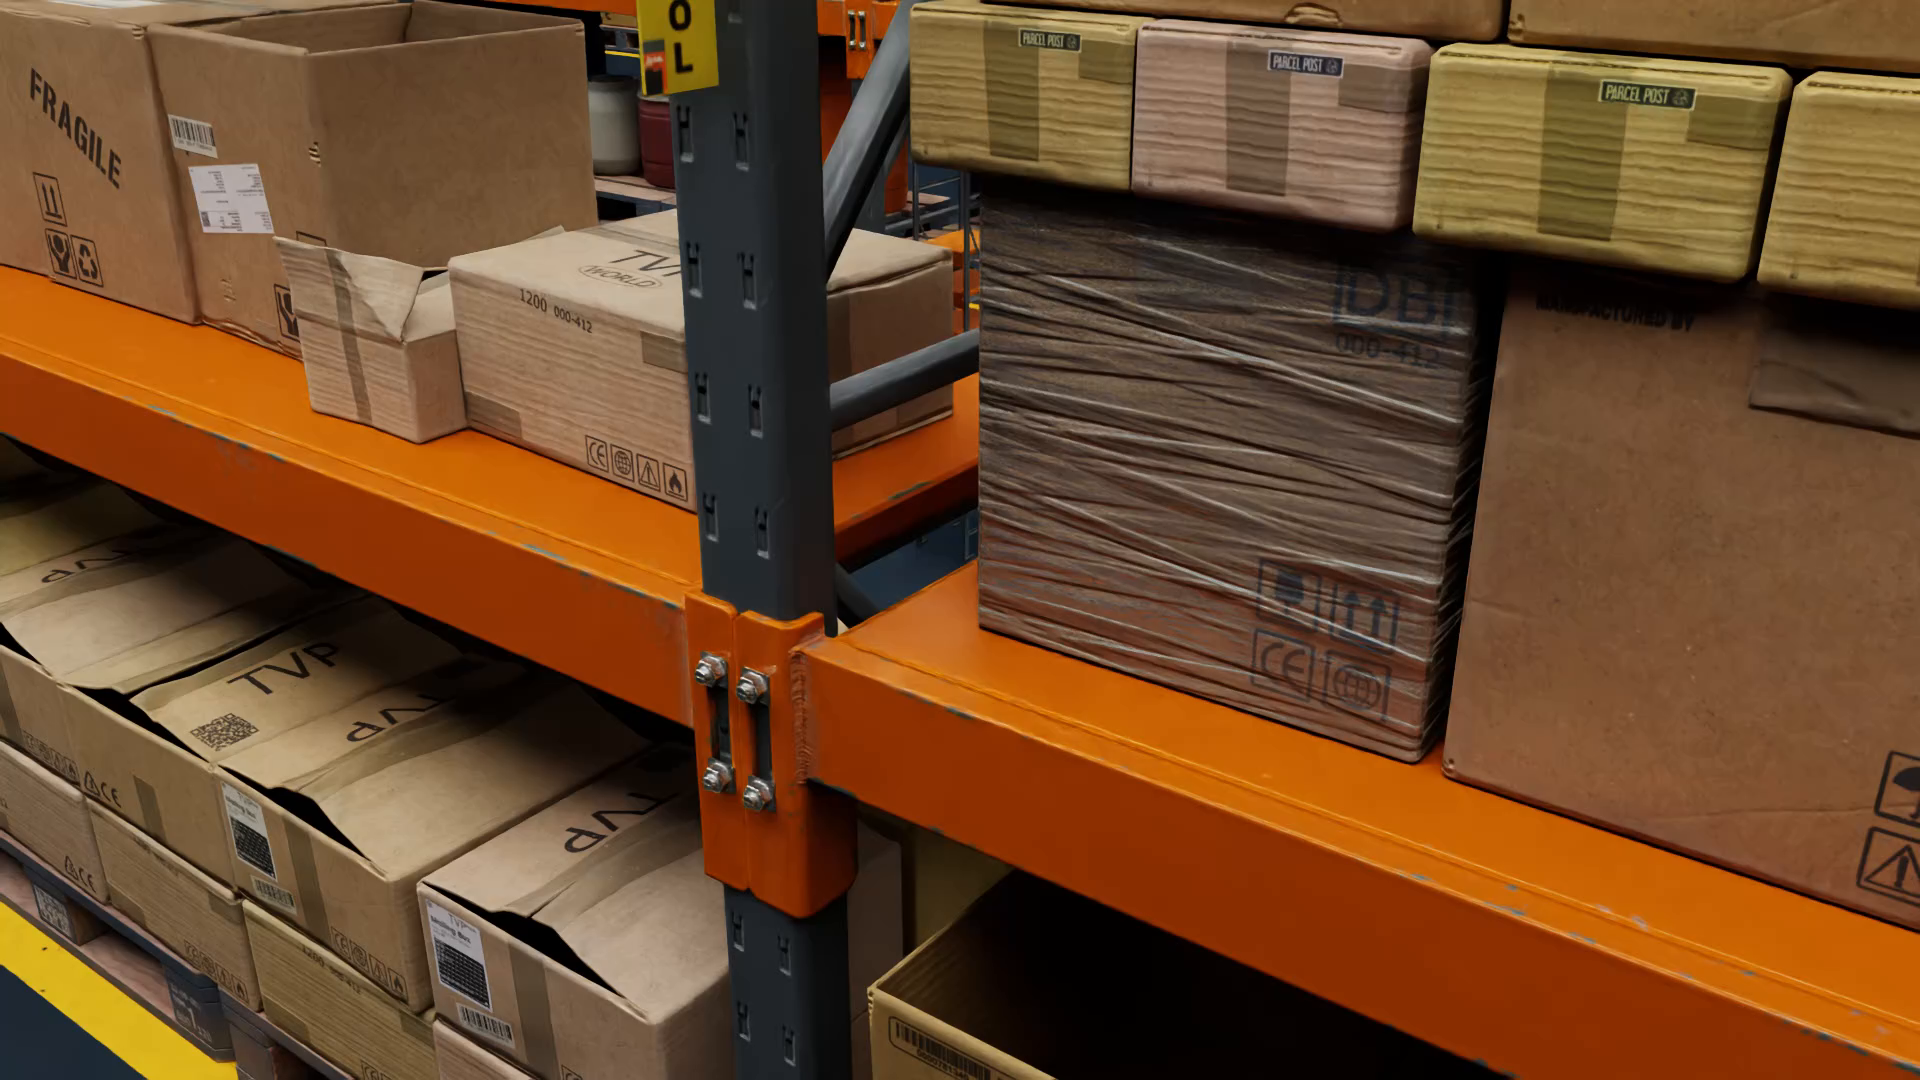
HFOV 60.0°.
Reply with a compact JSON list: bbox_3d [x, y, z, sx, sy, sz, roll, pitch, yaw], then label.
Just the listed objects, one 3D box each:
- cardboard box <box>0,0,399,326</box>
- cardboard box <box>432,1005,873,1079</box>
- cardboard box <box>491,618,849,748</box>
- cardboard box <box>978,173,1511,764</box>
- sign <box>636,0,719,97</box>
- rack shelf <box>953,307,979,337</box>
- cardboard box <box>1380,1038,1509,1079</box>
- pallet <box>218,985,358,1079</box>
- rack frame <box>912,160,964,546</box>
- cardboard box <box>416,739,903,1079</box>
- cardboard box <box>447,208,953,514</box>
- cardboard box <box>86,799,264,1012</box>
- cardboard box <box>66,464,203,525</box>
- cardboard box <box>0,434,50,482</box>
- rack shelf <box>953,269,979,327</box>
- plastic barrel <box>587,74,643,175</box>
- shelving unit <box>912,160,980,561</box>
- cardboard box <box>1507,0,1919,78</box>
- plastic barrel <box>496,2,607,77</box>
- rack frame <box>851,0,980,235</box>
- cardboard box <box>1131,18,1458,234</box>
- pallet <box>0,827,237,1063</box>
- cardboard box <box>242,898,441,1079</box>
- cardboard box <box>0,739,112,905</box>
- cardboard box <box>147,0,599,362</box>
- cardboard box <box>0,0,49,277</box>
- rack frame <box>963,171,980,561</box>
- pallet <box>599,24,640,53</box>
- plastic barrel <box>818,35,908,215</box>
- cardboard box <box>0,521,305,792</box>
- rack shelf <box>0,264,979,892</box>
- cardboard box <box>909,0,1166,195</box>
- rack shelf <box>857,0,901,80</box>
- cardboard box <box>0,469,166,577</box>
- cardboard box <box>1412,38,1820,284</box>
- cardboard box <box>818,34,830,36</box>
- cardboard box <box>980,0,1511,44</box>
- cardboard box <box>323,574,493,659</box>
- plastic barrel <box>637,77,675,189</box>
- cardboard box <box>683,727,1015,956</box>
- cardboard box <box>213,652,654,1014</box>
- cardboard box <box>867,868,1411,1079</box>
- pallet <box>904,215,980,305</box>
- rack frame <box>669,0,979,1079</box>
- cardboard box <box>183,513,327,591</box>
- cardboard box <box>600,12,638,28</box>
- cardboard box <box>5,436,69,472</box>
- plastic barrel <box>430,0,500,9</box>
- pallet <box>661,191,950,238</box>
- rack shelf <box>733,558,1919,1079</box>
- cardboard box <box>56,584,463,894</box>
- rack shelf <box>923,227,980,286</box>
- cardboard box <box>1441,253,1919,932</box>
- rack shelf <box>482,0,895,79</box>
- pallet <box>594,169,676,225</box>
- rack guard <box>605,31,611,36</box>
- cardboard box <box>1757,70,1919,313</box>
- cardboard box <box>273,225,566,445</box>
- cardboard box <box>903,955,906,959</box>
[{"bbox_3d":[-1.364,-0.734,3.072,0.500,0.500,0.500,17,29,33],"label":"cardboard box"},{"bbox_3d":[-0.443,0.811,2.579,0.500,0.250,0.500,16,29,33],"label":"cardboard box"},{"bbox_3d":[-0.516,0.258,3.139,0.500,0.311,0.500,16,29,33],"label":"cardboard box"},{"bbox_3d":[0.422,-0.189,1.835,0.500,0.500,0.700,16,28,32],"label":"cardboard box"},{"bbox_3d":[-0.255,-0.565,1.474,0.005,0.325,0.100,17,29,33],"label":"sign"},{"bbox_3d":[0.012,-0.615,4.970,0.180,0.103,0.258,17,29,33],"label":"rack shelf"},{"bbox_3d":[0.651,0.806,1.661,0.500,0.500,0.500,17,29,33],"label":"cardboard box"},{"bbox_3d":[-0.550,0.862,3.032,1.213,0.211,1.003,17,29,33],"label":"pallet"},{"bbox_3d":[-0.062,-0.568,5.050,0.006,1.200,0.240,17,29,33],"label":"rack frame"},{"bbox_3d":[-0.433,0.555,2.463,0.500,0.311,0.500,17,29,33],"label":"cardboard box"},{"bbox_3d":[-0.357,-0.285,2.363,0.500,0.250,0.500,19,30,36],"label":"cardboard box"},{"bbox_3d":[-1.256,0.564,3.139,0.500,0.250,0.500,18,29,34],"label":"cardboard box"},{"bbox_3d":[-1.749,-0.113,3.980,0.500,0.311,0.500,17,29,33],"label":"cardboard box"},{"bbox_3d":[-2.470,-0.061,3.862,0.500,0.311,0.500,16,28,32],"label":"cardboard box"},{"bbox_3d":[0.012,-0.725,4.921,0.180,0.103,0.258,17,29,33],"label":"rack shelf"},{"bbox_3d":[-1.975,-2.361,9.452,0.421,0.512,0.421,0,24,0],"label":"plastic barrel"},{"bbox_3d":[0.012,-0.546,5.000,0.189,1.200,0.258,17,29,33],"label":"shelving unit"},{"bbox_3d":[0.827,-0.661,1.297,0.500,0.500,0.700,17,29,33],"label":"cardboard box"},{"bbox_3d":[-2.373,-2.704,9.749,0.708,0.901,0.600,17,29,33],"label":"plastic barrel"},{"bbox_3d":[-0.164,-2.813,7.915,0.127,3.000,1.000,17,29,33],"label":"rack frame"},{"bbox_3d":[0.362,-0.403,1.517,0.250,0.149,0.380,17,29,34],"label":"cardboard box"},{"bbox_3d":[-1.531,0.567,3.702,1.213,0.211,1.003,17,29,33],"label":"pallet"},{"bbox_3d":[-0.847,0.688,2.858,0.500,0.250,0.500,16,29,33],"label":"cardboard box"},{"bbox_3d":[-1.663,0.441,3.419,0.500,0.250,0.500,18,29,34],"label":"cardboard box"},{"bbox_3d":[-0.964,-0.613,2.797,0.500,0.500,0.500,19,30,37],"label":"cardboard box"},{"bbox_3d":[-1.786,-0.861,3.361,0.500,0.500,0.500,15,28,31],"label":"cardboard box"},{"bbox_3d":[0.085,-0.523,4.950,0.006,1.200,0.240,17,29,33],"label":"rack frame"},{"bbox_3d":[-2.909,-4.902,16.113,1.213,0.211,1.003,17,29,33],"label":"pallet"},{"bbox_3d":[-0.566,-2.125,8.524,0.708,0.830,0.600,17,29,33],"label":"plastic barrel"},{"bbox_3d":[-1.651,0.187,3.299,0.500,0.311,0.500,16,29,33],"label":"cardboard box"},{"bbox_3d":[-1.538,-0.403,3.337,4.000,0.370,1.077,17,29,33],"label":"rack shelf"},{"bbox_3d":[0.162,-0.464,1.654,0.250,0.149,0.380,17,29,33],"label":"cardboard box"},{"bbox_3d":[1.436,-2.000,6.962,4.000,0.370,1.077,17,29,33],"label":"rack shelf"},{"bbox_3d":[-2.063,0.063,3.580,0.500,0.311,0.500,16,28,32],"label":"cardboard box"},{"bbox_3d":[0.570,-0.341,1.376,0.250,0.149,0.380,16,28,32],"label":"cardboard box"},{"bbox_3d":[-0.875,-4.784,14.502,0.875,0.875,0.875,17,29,33],"label":"cardboard box"},{"bbox_3d":[0.422,-0.783,1.574,0.500,0.500,0.700,17,29,34],"label":"cardboard box"},{"bbox_3d":[-0.931,0.133,3.422,0.500,0.311,0.500,16,28,32],"label":"cardboard box"},{"bbox_3d":[-1.470,-2.288,9.192,0.708,0.588,0.600,17,29,33],"label":"plastic barrel"},{"bbox_3d":[-0.119,0.380,2.860,0.500,0.311,0.500,17,29,33],"label":"cardboard box"},{"bbox_3d":[-0.853,0.431,2.744,0.500,0.311,0.500,18,29,35],"label":"cardboard box"},{"bbox_3d":[0.246,0.687,1.929,0.500,0.500,0.500,17,29,33],"label":"cardboard box"},{"bbox_3d":[0.432,-1.337,8.024,1.213,0.211,1.003,17,29,33],"label":"pallet"},{"bbox_3d":[0.063,-0.249,2.094,0.127,3.000,1.000,17,29,33],"label":"rack frame"},{"bbox_3d":[-1.350,0.009,3.703,0.500,0.311,0.500,18,29,35],"label":"cardboard box"},{"bbox_3d":[-3.035,-5.437,15.983,0.875,0.875,0.875,17,29,33],"label":"cardboard box"},{"bbox_3d":[-2.151,-0.236,4.259,0.500,0.311,0.500,16,29,33],"label":"cardboard box"},{"bbox_3d":[-2.940,-2.875,10.138,0.708,0.901,0.600,17,29,33],"label":"plastic barrel"},{"bbox_3d":[-0.820,-1.714,8.879,1.213,0.211,1.003,17,29,33],"label":"pallet"},{"bbox_3d":[1.663,0.564,1.142,4.000,0.370,1.077,17,29,33],"label":"rack shelf"},{"bbox_3d":[-1.251,0.310,3.020,0.500,0.311,0.500,17,29,33],"label":"cardboard box"},{"bbox_3d":[0.012,-0.834,4.873,0.180,0.103,0.258,17,29,33],"label":"rack shelf"},{"bbox_3d":[0.847,-0.064,1.551,0.500,0.500,0.700,16,29,33],"label":"cardboard box"},{"bbox_3d":[-1.765,-2.968,9.158,4.000,0.370,1.077,17,29,33],"label":"rack shelf"},{"bbox_3d":[-1.792,-2.010,9.549,1.213,0.211,1.003,17,29,33],"label":"pallet"},{"bbox_3d":[-3.615,-5.208,16.450,0.348,0.500,1.175,17,29,33],"label":"rack guard"},{"bbox_3d":[0.781,-0.278,1.233,0.250,0.149,0.380,17,29,33],"label":"cardboard box"},{"bbox_3d":[-0.751,-0.341,2.470,0.258,0.266,0.396,16,28,32],"label":"cardboard box"},{"bbox_3d":[-0.111,0.640,2.967,0.500,0.250,0.500,16,28,32],"label":"cardboard box"}]
